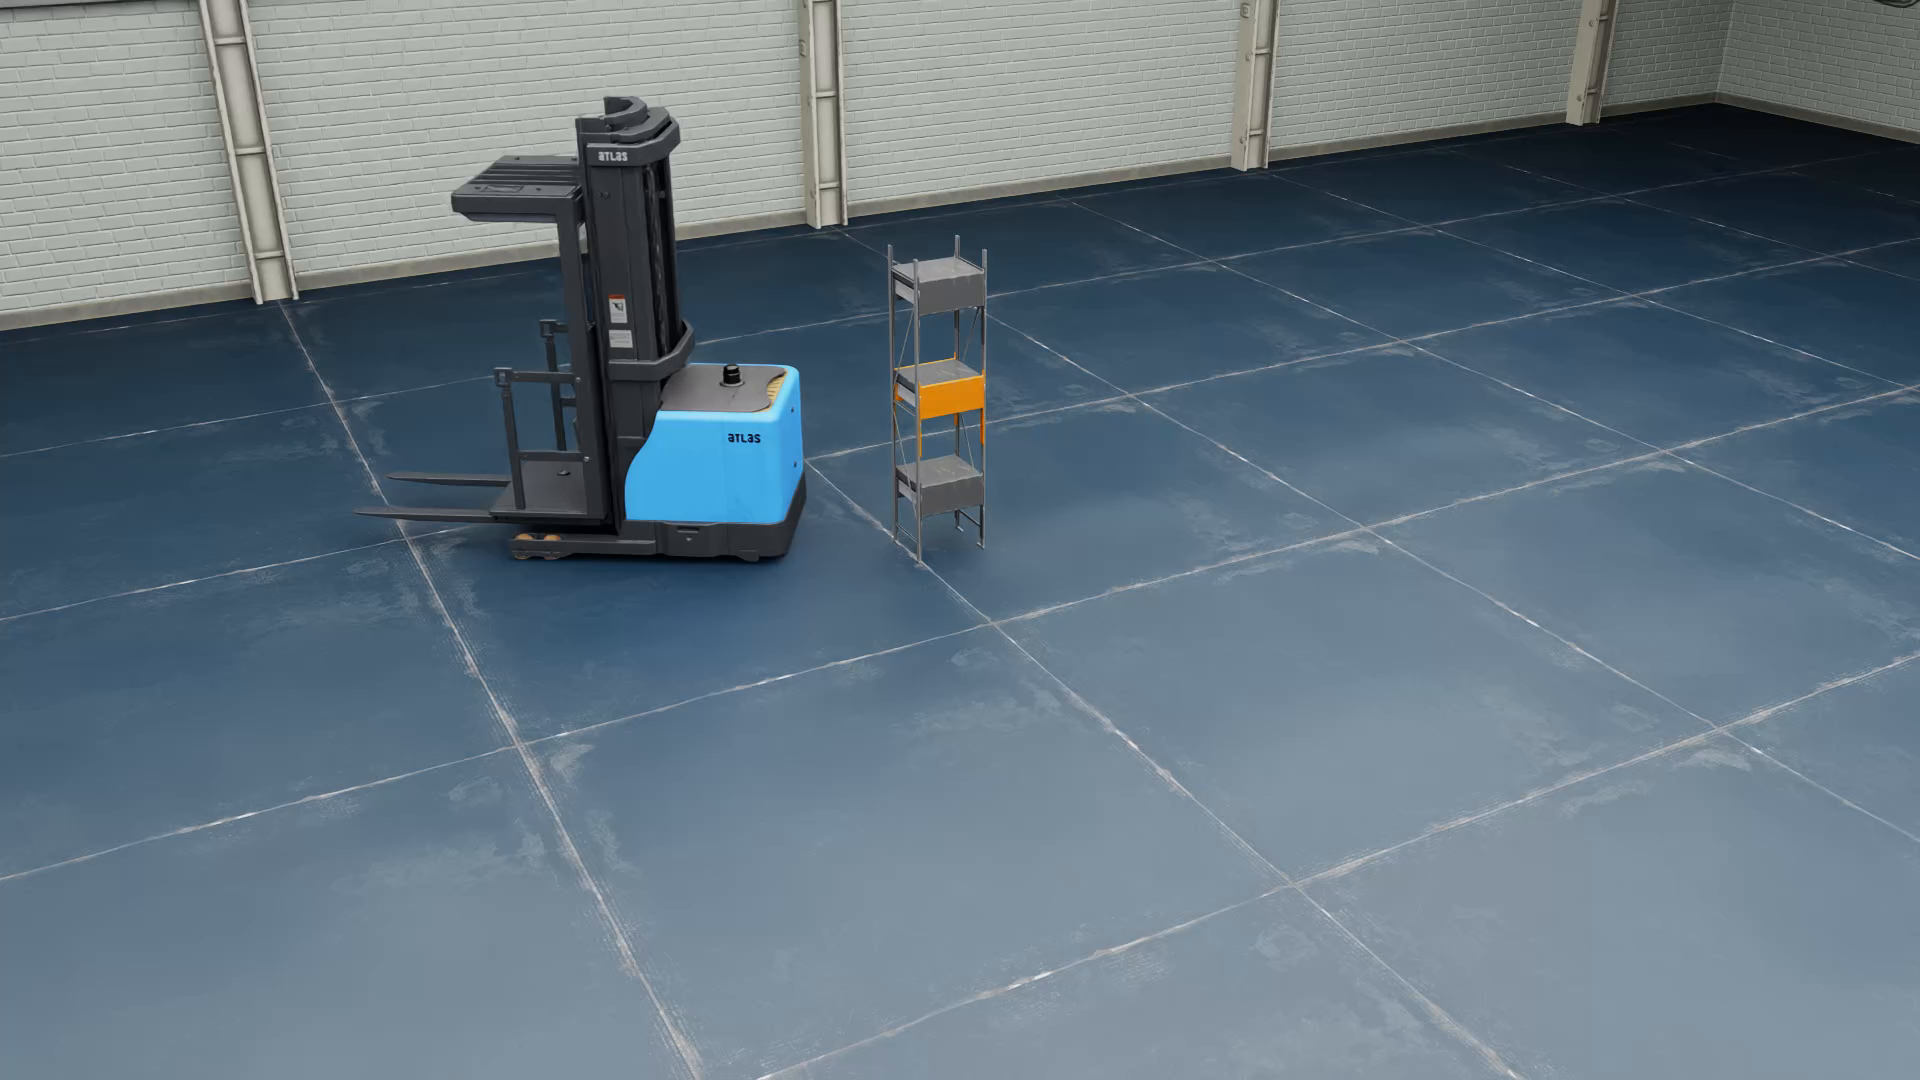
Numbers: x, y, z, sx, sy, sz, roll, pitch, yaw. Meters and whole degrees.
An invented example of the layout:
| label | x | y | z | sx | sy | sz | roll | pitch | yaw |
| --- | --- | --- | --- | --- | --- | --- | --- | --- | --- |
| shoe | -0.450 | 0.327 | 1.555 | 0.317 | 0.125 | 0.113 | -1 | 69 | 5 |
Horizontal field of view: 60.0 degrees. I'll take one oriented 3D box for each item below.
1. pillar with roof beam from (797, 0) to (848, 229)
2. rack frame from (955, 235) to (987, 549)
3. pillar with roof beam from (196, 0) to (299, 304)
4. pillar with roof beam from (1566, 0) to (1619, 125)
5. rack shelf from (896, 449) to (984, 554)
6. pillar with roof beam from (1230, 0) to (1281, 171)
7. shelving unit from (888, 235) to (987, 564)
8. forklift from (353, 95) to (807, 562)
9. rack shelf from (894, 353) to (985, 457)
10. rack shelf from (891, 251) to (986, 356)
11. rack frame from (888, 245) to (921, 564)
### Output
| label | x | y | z | sx | sy | sz | roll | pitch | yaw |
| --- | --- | --- | --- | --- | --- | --- | --- | --- | --- |
| pillar with roof beam | 0.494 | -6.055 | 13.767 | 0.400 | 9.000 | 9.100 | -13 | 29 | -25 |
| rack frame | 0.069 | -0.963 | 11.131 | 0.015 | 2.100 | 0.400 | -13 | 29 | -25 |
| pillar with roof beam | -4.800 | -4.833 | 11.221 | 0.400 | 9.000 | 9.100 | -13 | 29 | -25 |
| pillar with roof beam | 11.082 | -8.499 | 18.857 | 0.400 | 9.000 | 9.100 | -13 | 29 | -25 |
| rack shelf | -0.146 | -0.270 | 11.336 | 0.480 | 0.518 | 0.431 | -13 | 29 | -25 |
| pillar with roof beam | 5.788 | -7.277 | 16.312 | 0.400 | 9.000 | 9.100 | -13 | 29 | -25 |
| shelving unit | -0.146 | -0.913 | 11.027 | 0.503 | 2.100 | 0.431 | -13 | 29 | -25 |
| forklift | -2.647 | -1.412 | 11.106 | 3.031 | 2.935 | 1.130 | 2 | 26 | 3 |
| rack shelf | -0.146 | -0.901 | 11.033 | 0.480 | 0.518 | 0.431 | -13 | 29 | -25 |
| rack shelf | -0.146 | -1.532 | 10.730 | 0.480 | 0.518 | 0.431 | -13 | 29 | -25 |
| rack frame | -0.361 | -0.863 | 10.924 | 0.015 | 2.100 | 0.400 | -13 | 29 | -25 |
